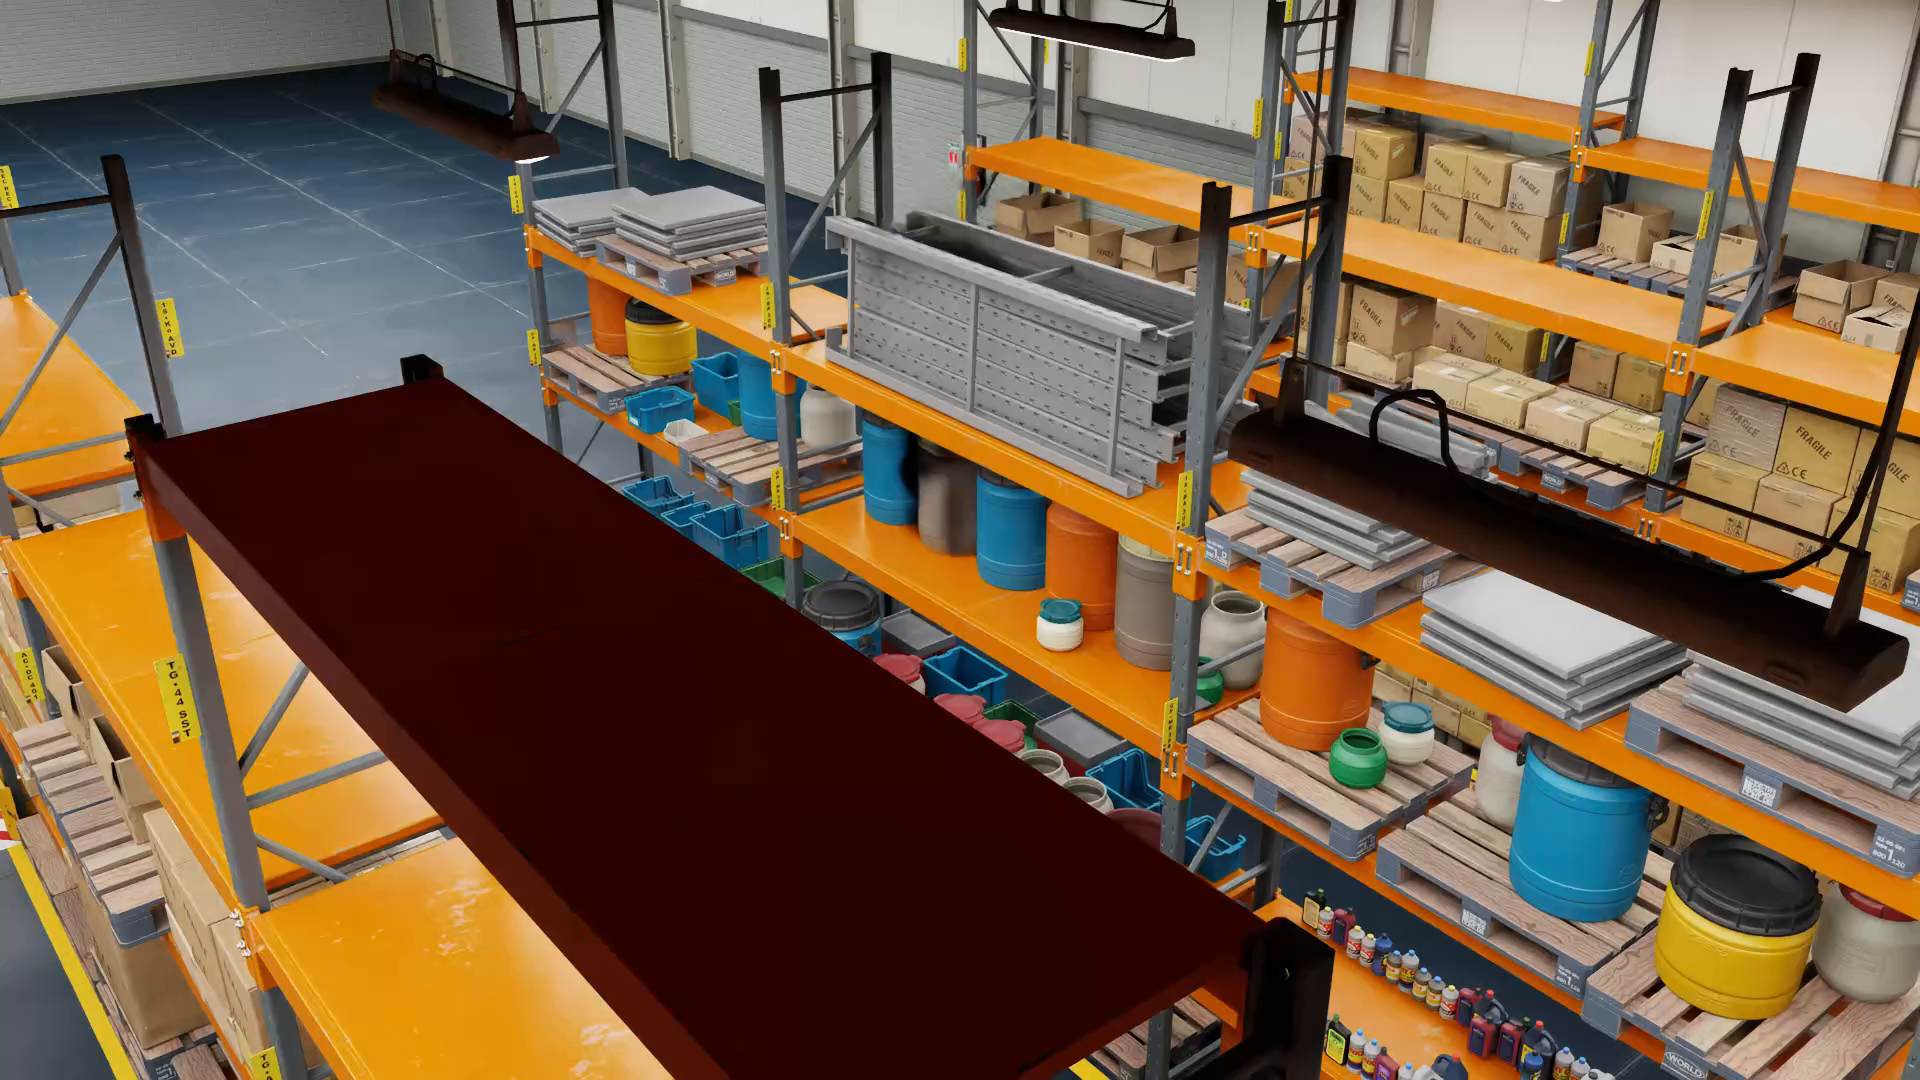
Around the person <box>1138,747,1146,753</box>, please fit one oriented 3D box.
[{"bbox_3d":[1.478,0.942,13.687,0.557,1.771,0.661,23,34,39],"label":"person"}]
